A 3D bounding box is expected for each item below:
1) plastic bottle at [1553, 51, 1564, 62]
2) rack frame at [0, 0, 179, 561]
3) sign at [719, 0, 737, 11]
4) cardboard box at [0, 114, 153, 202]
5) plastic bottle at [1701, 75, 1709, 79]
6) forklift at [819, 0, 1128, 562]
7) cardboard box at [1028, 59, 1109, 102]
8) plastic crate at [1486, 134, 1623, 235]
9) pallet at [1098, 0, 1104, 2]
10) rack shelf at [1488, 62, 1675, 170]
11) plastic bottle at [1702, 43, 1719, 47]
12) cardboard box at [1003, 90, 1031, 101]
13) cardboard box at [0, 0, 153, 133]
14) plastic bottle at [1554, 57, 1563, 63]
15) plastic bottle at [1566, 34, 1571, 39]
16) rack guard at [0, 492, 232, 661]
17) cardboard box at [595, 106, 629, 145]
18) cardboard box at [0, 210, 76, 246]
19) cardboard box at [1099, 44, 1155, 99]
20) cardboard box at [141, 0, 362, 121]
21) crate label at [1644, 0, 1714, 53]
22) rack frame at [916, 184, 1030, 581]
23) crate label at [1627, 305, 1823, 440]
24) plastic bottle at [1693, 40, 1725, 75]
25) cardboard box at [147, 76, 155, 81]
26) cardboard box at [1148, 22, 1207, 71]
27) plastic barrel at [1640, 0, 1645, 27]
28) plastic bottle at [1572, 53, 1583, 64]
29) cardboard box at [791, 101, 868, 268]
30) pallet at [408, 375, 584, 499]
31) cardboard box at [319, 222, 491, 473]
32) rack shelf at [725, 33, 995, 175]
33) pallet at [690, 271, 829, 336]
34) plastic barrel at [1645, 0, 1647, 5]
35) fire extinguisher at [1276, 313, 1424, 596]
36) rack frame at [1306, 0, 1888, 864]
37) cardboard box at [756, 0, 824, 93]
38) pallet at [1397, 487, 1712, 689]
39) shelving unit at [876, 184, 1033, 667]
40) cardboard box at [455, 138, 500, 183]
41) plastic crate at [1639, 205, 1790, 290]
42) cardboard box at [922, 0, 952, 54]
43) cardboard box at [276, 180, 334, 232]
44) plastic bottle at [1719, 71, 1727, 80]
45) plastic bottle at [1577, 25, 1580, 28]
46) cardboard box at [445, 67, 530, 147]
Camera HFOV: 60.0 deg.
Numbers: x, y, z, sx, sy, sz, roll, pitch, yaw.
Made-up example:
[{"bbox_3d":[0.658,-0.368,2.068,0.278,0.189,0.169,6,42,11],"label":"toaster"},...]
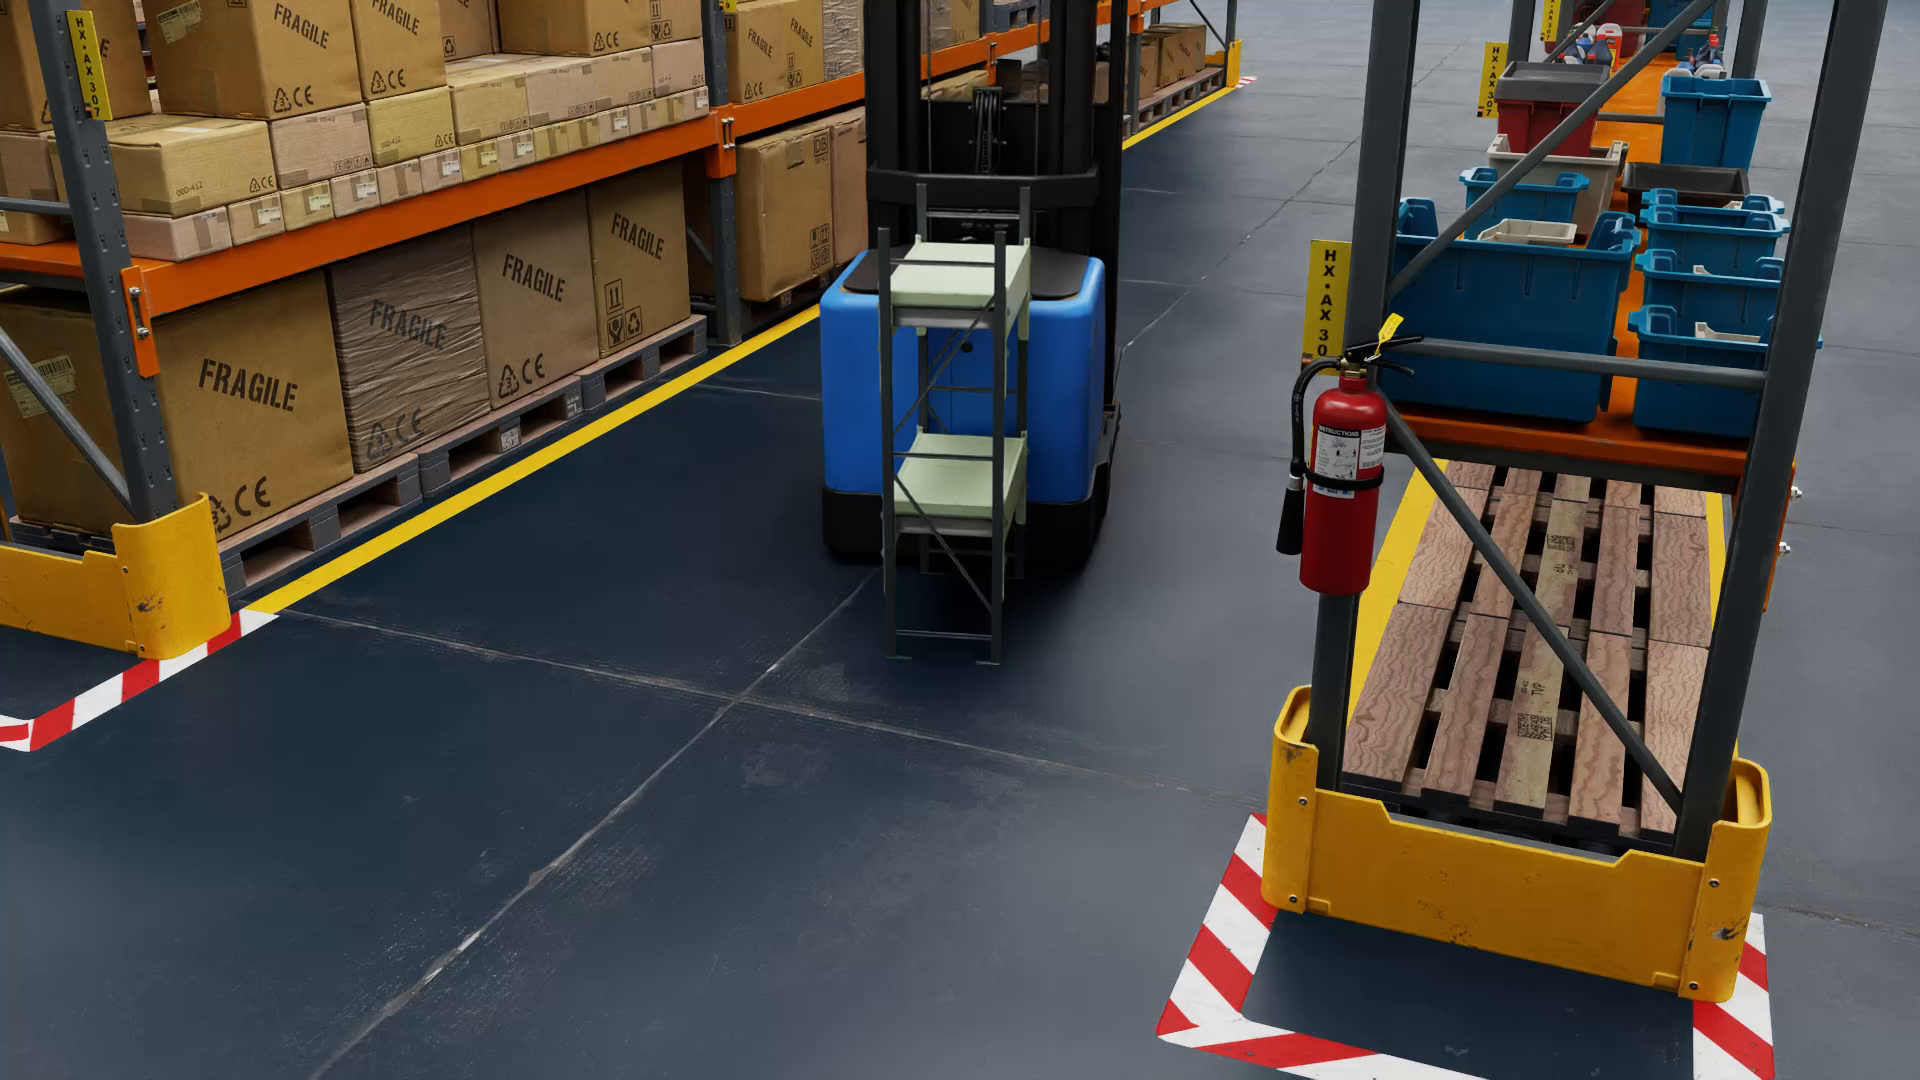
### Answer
[{"bbox_3d":[3.227,-2.500,8.995,0.061,0.283,0.133,9,24,20],"label":"plastic bottle"},{"bbox_3d":[-3.206,-1.113,5.522,1.000,3.000,0.127,9,24,20],"label":"rack frame"},{"bbox_3d":[-1.205,-2.901,8.578,0.100,0.325,0.005,9,24,20],"label":"sign"},{"bbox_3d":[-3.273,-1.392,5.999,0.500,0.250,0.500,8,24,19],"label":"cardboard box"},{"bbox_3d":[3.325,-1.906,7.486,0.144,0.351,0.185,9,24,20],"label":"plastic bottle"},{"bbox_3d":[0.179,-1.801,7.259,1.130,2.935,3.031,3,23,7],"label":"forklift"},{"bbox_3d":[1.003,-4.240,15.681,0.700,0.500,0.500,7,24,16],"label":"cardboard box"},{"bbox_3d":[2.140,-1.288,6.017,0.437,0.282,0.530,9,24,20],"label":"plastic crate"},{"bbox_3d":[0.832,-5.066,15.234,1.003,0.211,1.213,9,24,20],"label":"pallet"},{"bbox_3d":[3.621,-2.219,9.103,1.077,0.370,4.000,9,24,20],"label":"rack shelf"},{"bbox_3d":[4.392,-2.810,9.753,0.097,0.271,0.097,0,23,0],"label":"plastic bottle"},{"bbox_3d":[0.190,-3.468,13.833,0.700,0.500,0.500,7,24,16],"label":"cardboard box"},{"bbox_3d":[-3.269,-1.739,5.856,0.500,0.500,0.500,9,24,21],"label":"cardboard box"},{"bbox_3d":[2.916,-2.188,8.160,0.144,0.351,0.185,9,24,20],"label":"plastic bottle"},{"bbox_3d":[3.553,-2.814,9.747,0.061,0.283,0.133,9,24,20],"label":"plastic bottle"},{"bbox_3d":[-3.215,0.049,5.983,1.175,0.500,0.348,9,24,20],"label":"rack guard"},{"bbox_3d":[-1.816,-1.996,7.963,0.380,0.149,0.250,9,24,21],"label":"cardboard box"},{"bbox_3d":[-3.380,-1.171,5.988,0.380,0.149,0.250,9,24,21],"label":"cardboard box"},{"bbox_3d":[1.643,-4.791,17.025,0.500,0.500,0.500,18,29,37],"label":"cardboard box"},{"bbox_3d":[-2.592,-1.839,6.096,0.500,0.500,0.500,8,24,19],"label":"cardboard box"},{"bbox_3d":[4.984,-3.599,11.430,0.502,0.435,0.616,9,24,20],"label":"crate label"},{"bbox_3d":[0.046,-0.549,6.120,0.400,1.500,0.023,3,23,7],"label":"rack frame"},{"bbox_3d":[1.790,-0.395,3.944,0.416,0.233,0.303,9,24,20],"label":"crate label"},{"bbox_3d":[3.969,-2.464,8.821,0.144,0.351,0.185,9,24,20],"label":"plastic bottle"},{"bbox_3d":[-8.950,-4.841,17.313,0.950,0.372,0.625,8,24,19],"label":"cardboard box"},{"bbox_3d":[2.489,-5.658,19.101,0.500,0.500,0.500,14,26,30],"label":"cardboard box"},{"bbox_3d":[4.548,-3.717,11.611,0.421,0.512,0.421,0,23,0],"label":"plastic barrel"},{"bbox_3d":[3.307,-2.490,8.985,0.097,0.271,0.097,0,23,0],"label":"plastic bottle"},{"bbox_3d":[-1.170,-2.309,10.598,1.225,0.875,0.875,8,24,18],"label":"cardboard box"},{"bbox_3d":[-2.527,-0.558,7.813,1.003,0.211,1.213,9,24,20],"label":"pallet"},{"bbox_3d":[-2.705,-0.892,7.206,0.875,0.875,0.875,9,24,20],"label":"cardboard box"},{"bbox_3d":[-0.978,-2.928,10.801,1.077,0.370,4.000,9,24,20],"label":"rack shelf"},{"bbox_3d":[-1.504,-1.544,10.173,1.003,0.211,1.213,9,24,20],"label":"pallet"},{"bbox_3d":[5.425,-4.834,13.781,0.600,0.901,0.708,9,24,20],"label":"plastic barrel"},{"bbox_3d":[0.914,-0.207,3.937,0.296,0.674,0.183,9,24,20],"label":"fire extinguisher"},{"bbox_3d":[1.392,-0.403,3.824,1.000,3.000,0.127,9,24,20],"label":"rack frame"},{"bbox_3d":[-1.132,-2.899,9.669,0.500,0.500,0.500,9,24,20],"label":"cardboard box"},{"bbox_3d":[2.189,0.159,6.096,1.003,0.211,1.213,9,24,20],"label":"pallet"},{"bbox_3d":[-0.005,-0.410,5.785,0.431,1.500,0.755,3,23,7],"label":"shelving unit"},{"bbox_3d":[-2.198,-1.627,7.079,0.380,0.149,0.250,8,24,19],"label":"cardboard box"},{"bbox_3d":[2.279,-0.866,5.072,0.416,0.233,0.300,9,24,20],"label":"plastic crate"},{"bbox_3d":[-0.378,-3.632,11.423,0.500,0.500,0.500,9,24,20],"label":"cardboard box"},{"bbox_3d":[-2.579,-1.260,6.201,0.380,0.149,0.250,8,24,19],"label":"cardboard box"},{"bbox_3d":[3.740,-2.169,8.202,0.061,0.283,0.133,9,24,20],"label":"plastic bottle"},{"bbox_3d":[3.835,-3.061,10.353,0.097,0.271,0.097,0,23,0],"label":"plastic bottle"},{"bbox_3d":[-2.211,-1.867,7.138,0.500,0.250,0.500,8,24,19],"label":"cardboard box"}]
